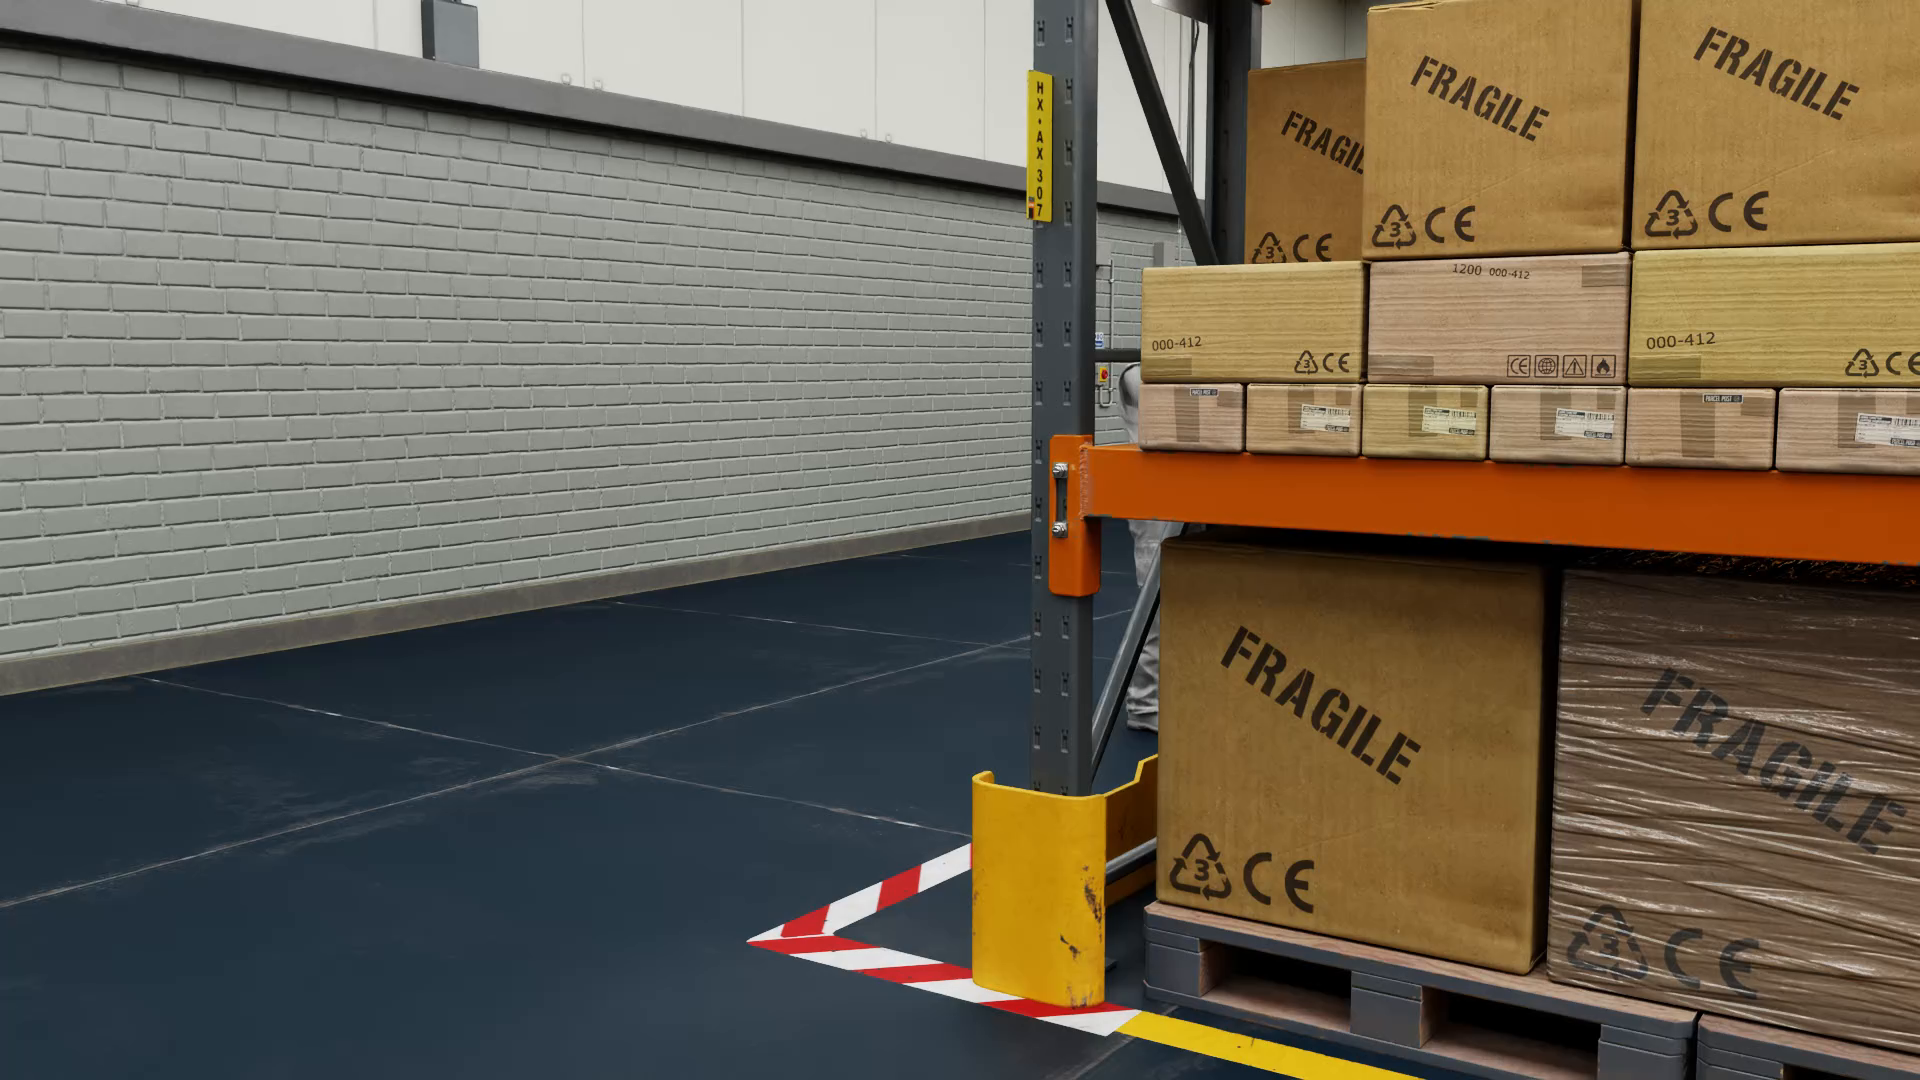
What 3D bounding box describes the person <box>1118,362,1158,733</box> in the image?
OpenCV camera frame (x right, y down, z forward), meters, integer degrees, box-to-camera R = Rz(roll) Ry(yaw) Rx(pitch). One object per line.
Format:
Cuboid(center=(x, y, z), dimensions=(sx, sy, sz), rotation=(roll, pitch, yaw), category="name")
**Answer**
Cuboid(center=(0.945, -0.120, 6.727), dimensions=(0.566, 1.782, 0.458), rotation=(4, 7, 33), category="person")
